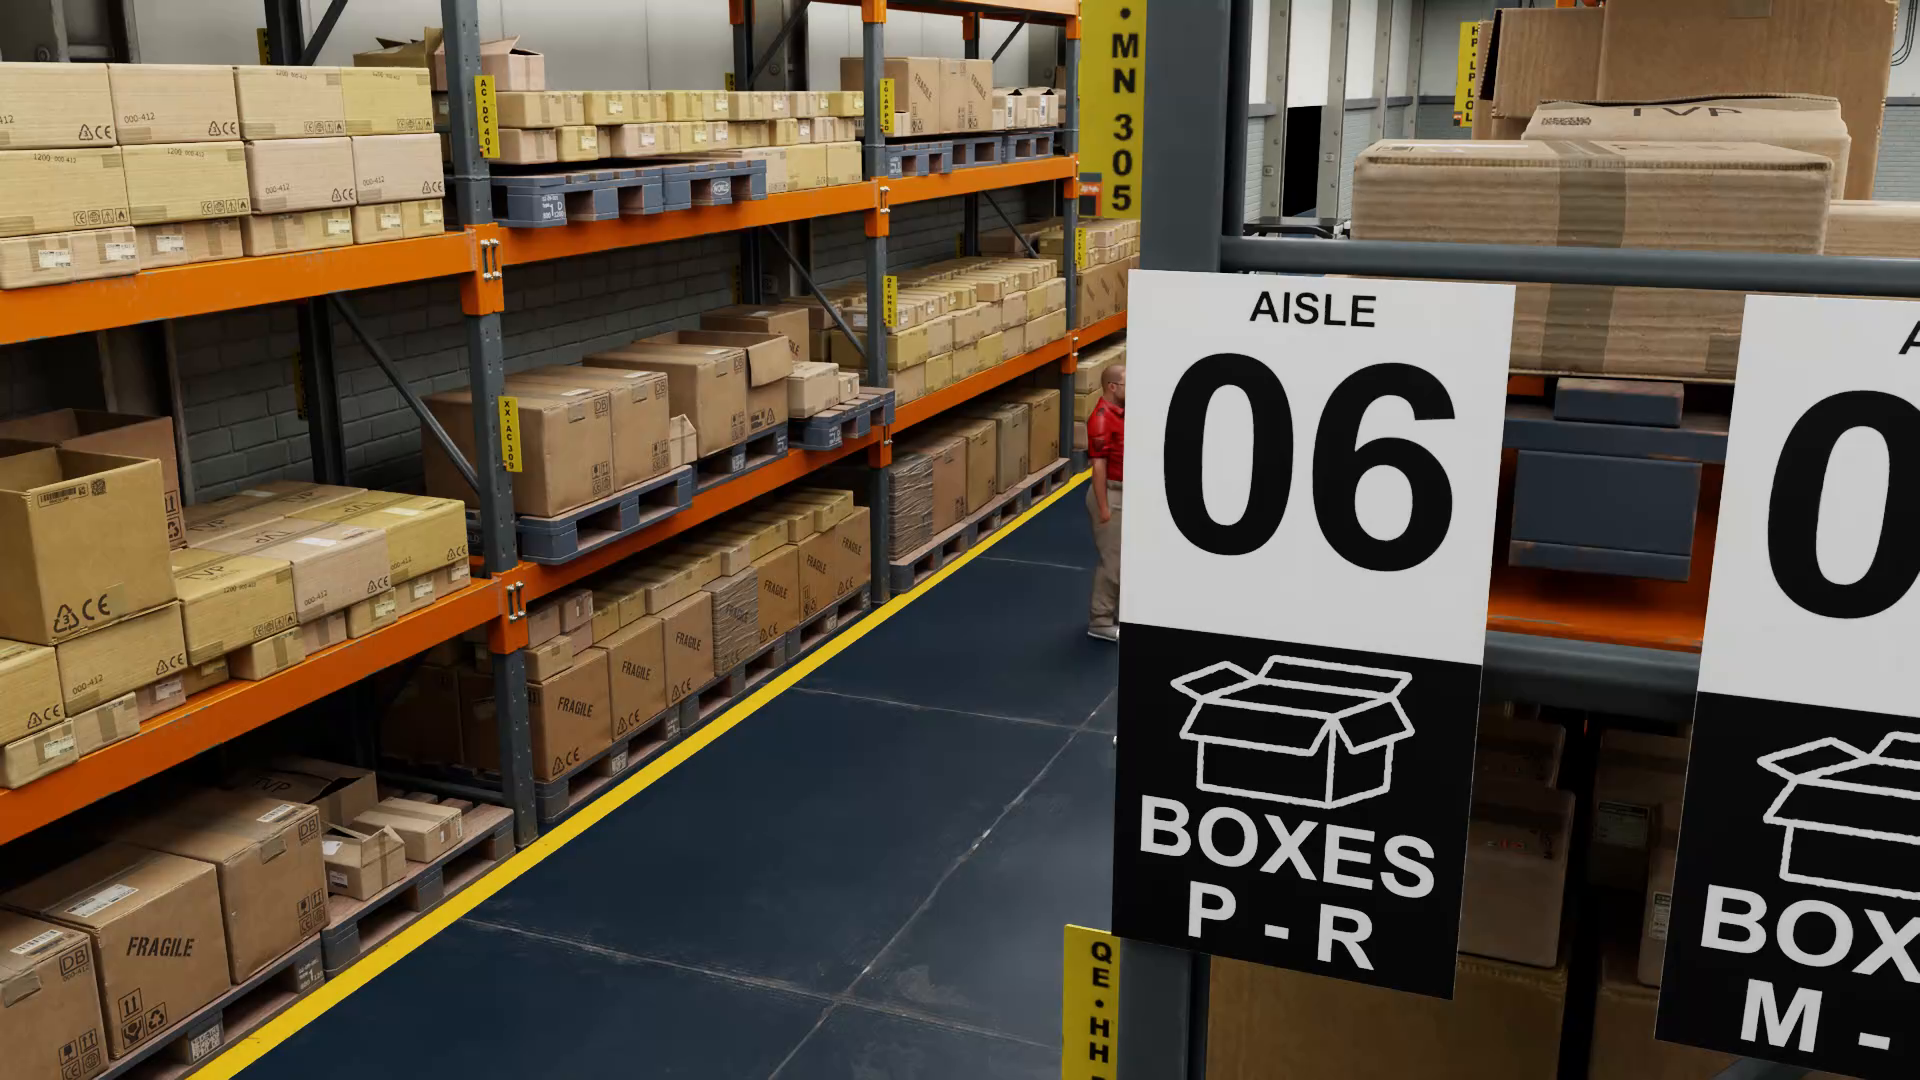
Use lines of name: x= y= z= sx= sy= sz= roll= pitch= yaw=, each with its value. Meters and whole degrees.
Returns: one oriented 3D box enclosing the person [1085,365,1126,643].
person: x=1.004 y=-0.242 z=10.452 sx=0.380 sy=1.726 sz=0.530 roll=6 pitch=17 yaw=22
